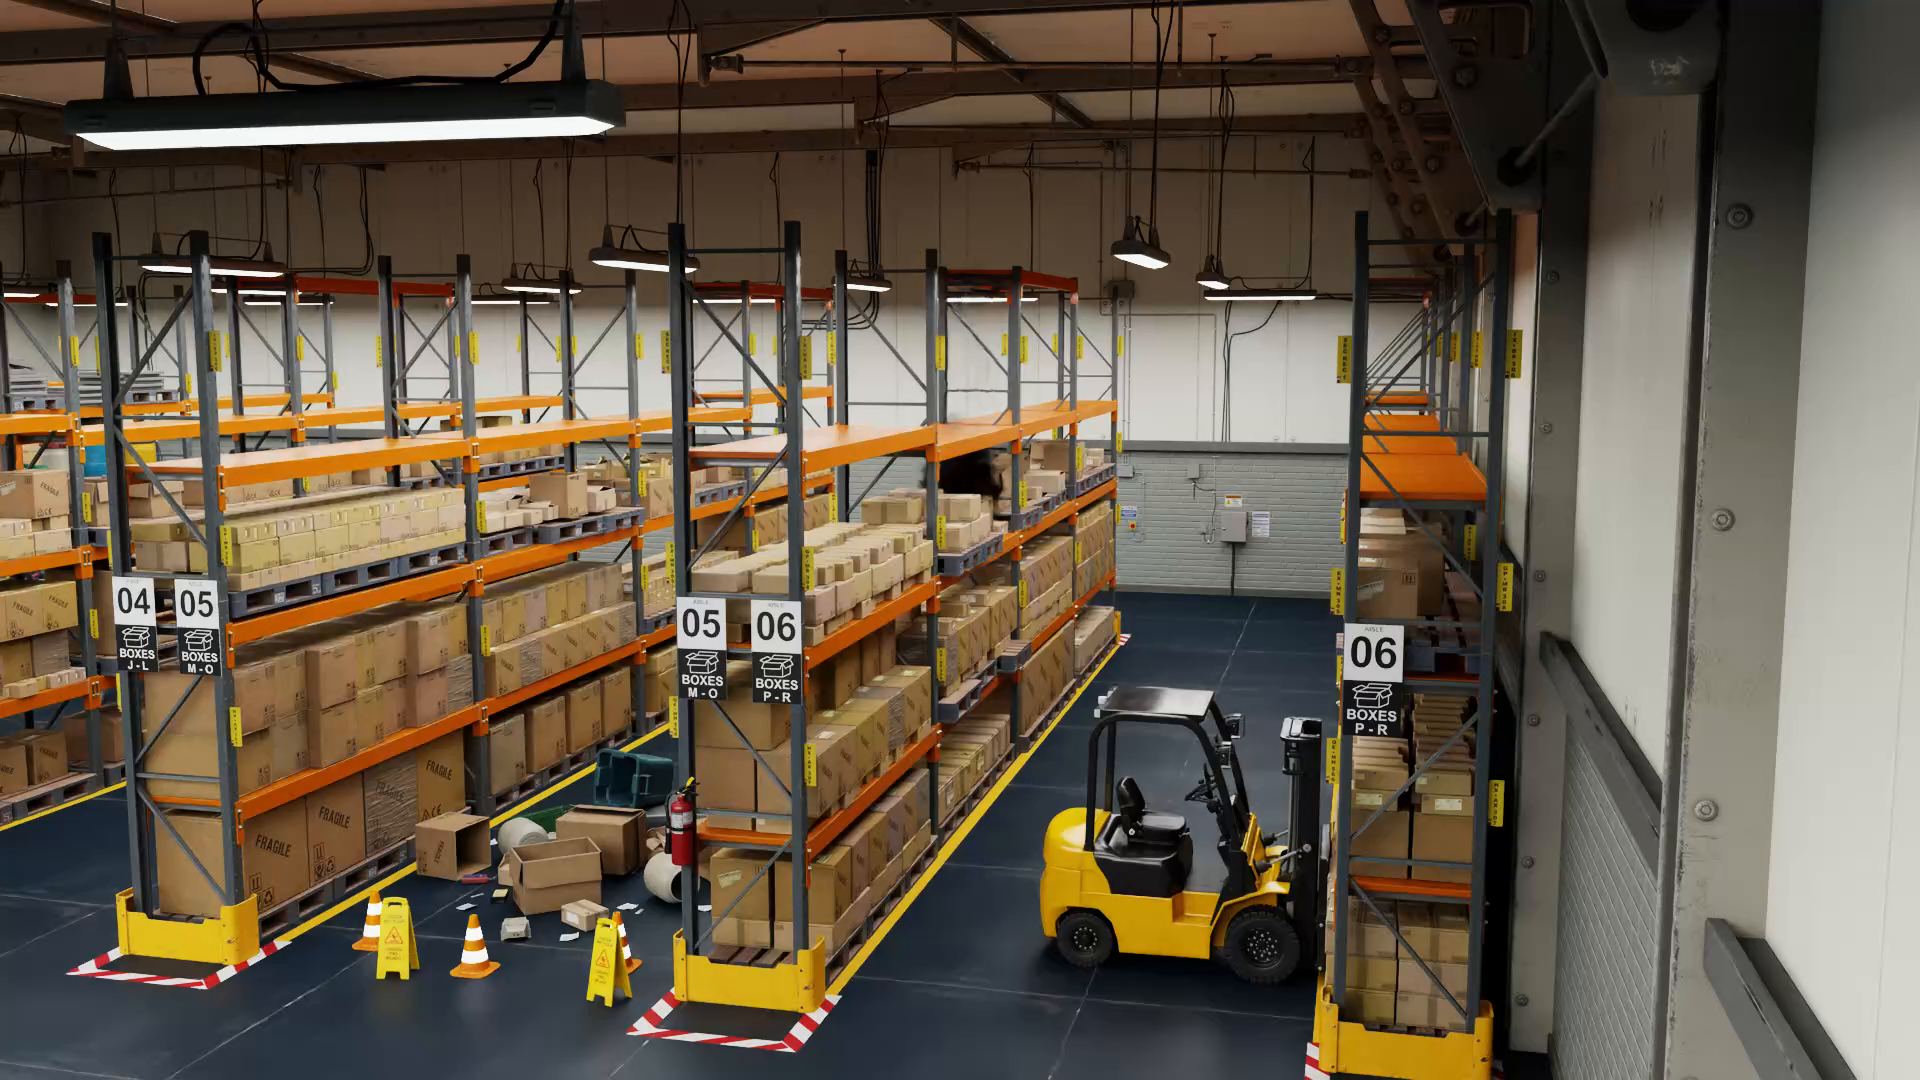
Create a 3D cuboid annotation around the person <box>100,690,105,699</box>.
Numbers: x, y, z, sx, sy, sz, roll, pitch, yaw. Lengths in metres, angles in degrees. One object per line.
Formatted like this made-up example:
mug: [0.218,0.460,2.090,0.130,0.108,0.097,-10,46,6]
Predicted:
person: [-12.168,1.400,23.859,0.604,1.705,0.896,1,7,4]
